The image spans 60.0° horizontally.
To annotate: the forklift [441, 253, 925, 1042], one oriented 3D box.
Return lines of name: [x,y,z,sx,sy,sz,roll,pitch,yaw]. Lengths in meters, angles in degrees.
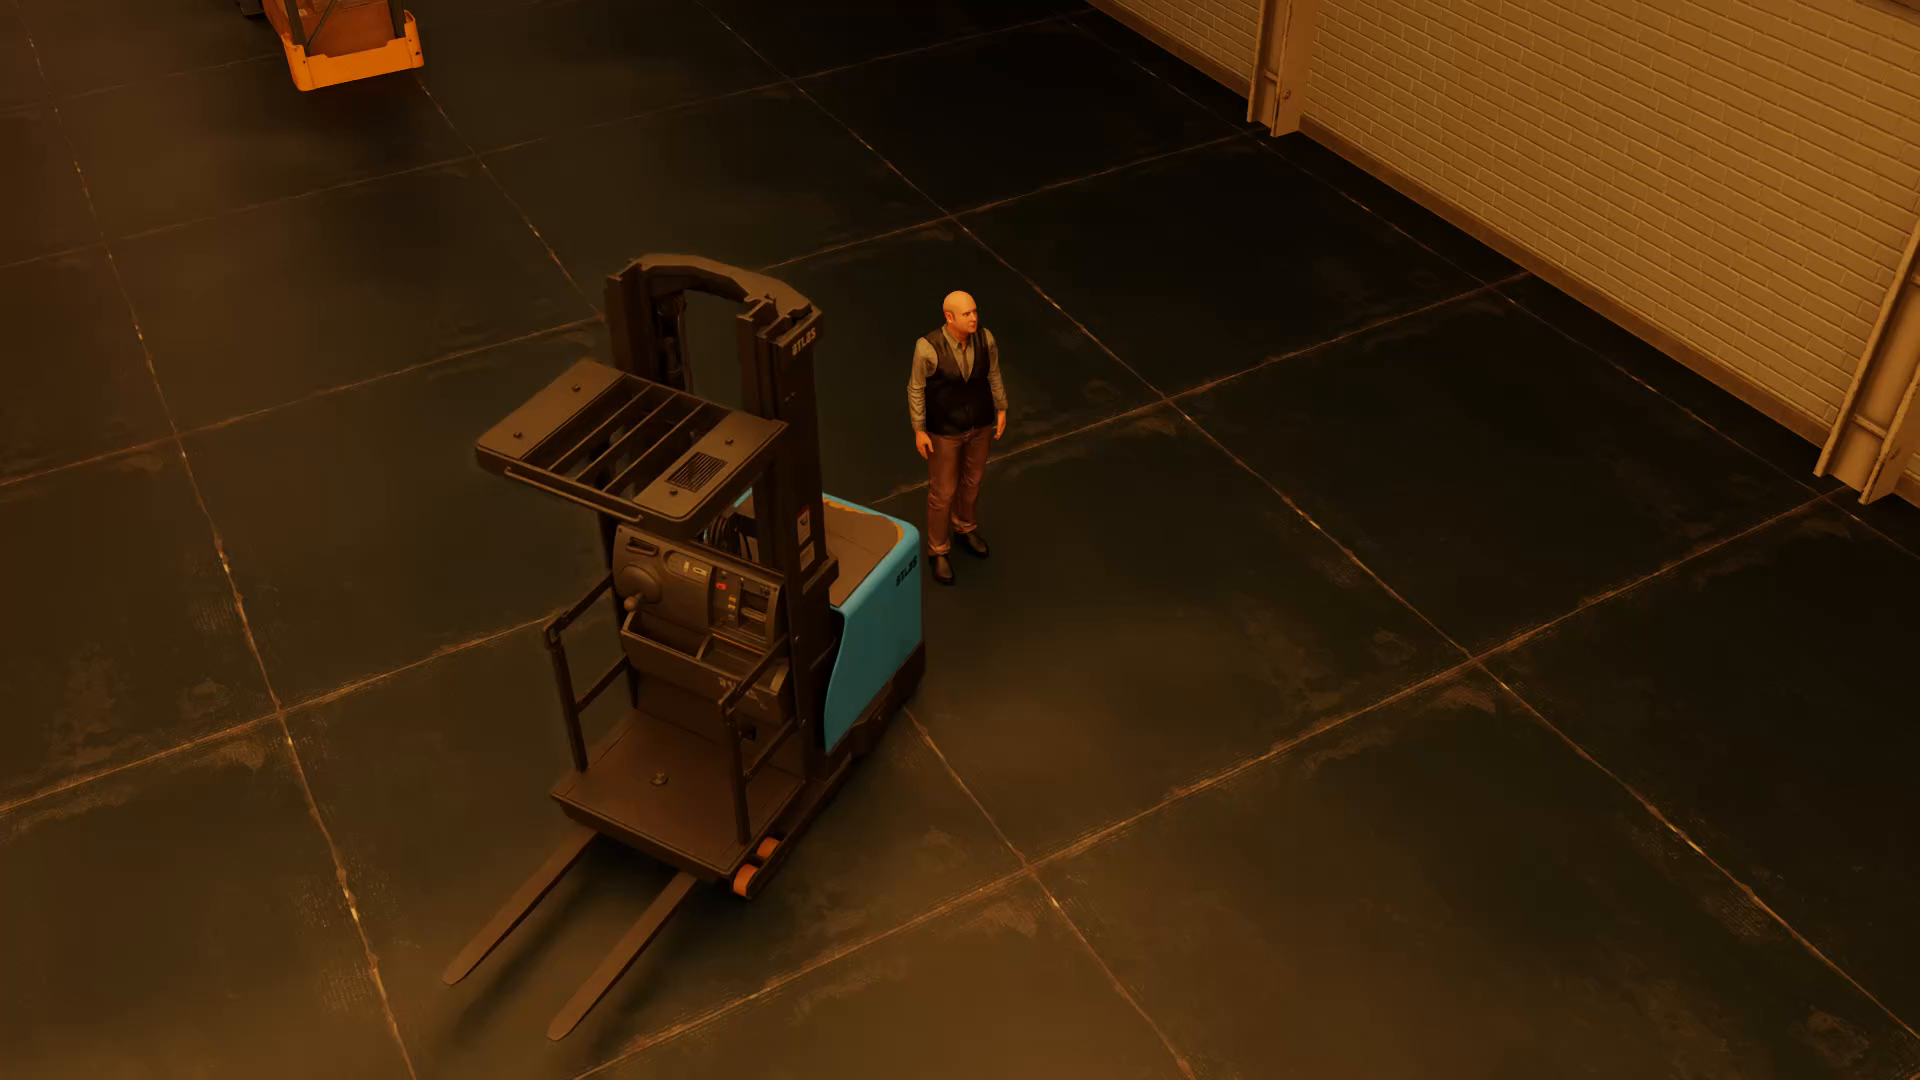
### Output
forklift: [-1.343,0.302,7.672,1.130,2.935,3.031,19,43,22]

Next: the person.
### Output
person: [0.025,-0.631,9.733,0.633,1.722,0.566,-20,44,-23]
